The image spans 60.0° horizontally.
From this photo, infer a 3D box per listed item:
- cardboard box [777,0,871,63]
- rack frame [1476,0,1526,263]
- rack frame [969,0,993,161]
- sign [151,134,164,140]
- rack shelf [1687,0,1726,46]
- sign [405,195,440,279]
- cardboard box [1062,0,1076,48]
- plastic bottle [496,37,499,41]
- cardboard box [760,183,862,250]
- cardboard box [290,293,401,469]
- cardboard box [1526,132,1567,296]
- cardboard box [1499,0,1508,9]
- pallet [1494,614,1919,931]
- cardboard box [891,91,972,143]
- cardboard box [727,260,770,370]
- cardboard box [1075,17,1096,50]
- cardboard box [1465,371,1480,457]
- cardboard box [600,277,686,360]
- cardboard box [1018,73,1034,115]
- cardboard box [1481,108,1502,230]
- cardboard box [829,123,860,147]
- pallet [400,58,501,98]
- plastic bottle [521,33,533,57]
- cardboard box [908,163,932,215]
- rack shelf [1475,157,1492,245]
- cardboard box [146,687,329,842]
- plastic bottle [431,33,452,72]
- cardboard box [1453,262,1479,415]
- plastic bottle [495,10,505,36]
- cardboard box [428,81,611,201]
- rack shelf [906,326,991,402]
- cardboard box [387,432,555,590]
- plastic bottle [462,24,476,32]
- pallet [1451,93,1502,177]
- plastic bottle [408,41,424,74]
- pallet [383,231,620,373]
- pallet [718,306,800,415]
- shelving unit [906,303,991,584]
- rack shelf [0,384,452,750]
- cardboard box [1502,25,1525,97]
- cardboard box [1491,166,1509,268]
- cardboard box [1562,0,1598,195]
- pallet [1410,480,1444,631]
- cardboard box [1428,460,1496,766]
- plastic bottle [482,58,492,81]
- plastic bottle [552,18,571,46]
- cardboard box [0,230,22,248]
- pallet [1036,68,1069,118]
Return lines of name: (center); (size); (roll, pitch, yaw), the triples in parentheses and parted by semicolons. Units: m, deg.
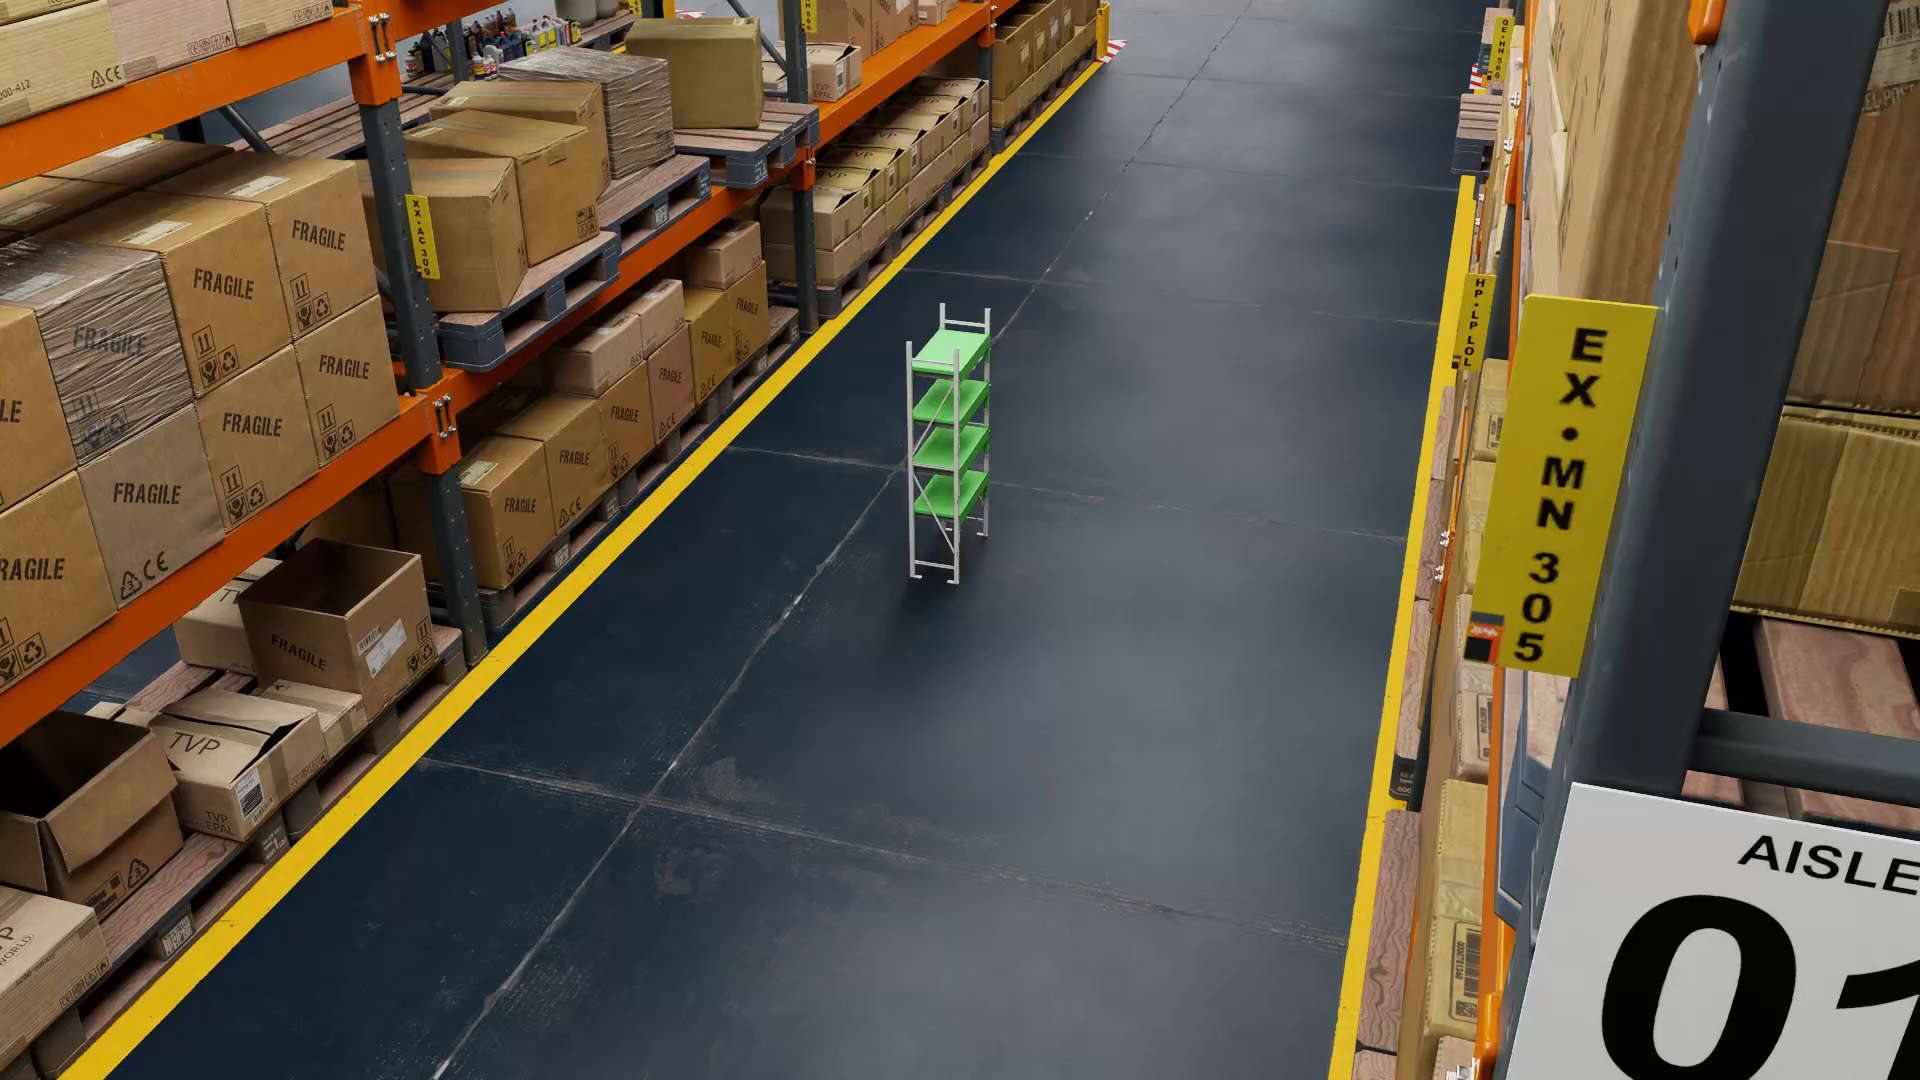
cardboard box: (-0.925, -3.536, 11.418); (0.500, 0.500, 0.500); (7, 30, 12)
rack frame: (3.334, -2.005, 8.769); (1.000, 3.000, 0.127); (8, 30, 15)
rack frame: (-0.228, -4.569, 13.378); (1.000, 3.000, 0.127); (8, 30, 15)
sign: (-3.108, -1.435, 6.553); (0.100, 0.325, 0.005); (8, 30, 15)
rack shelf: (1.573, -1.350, 2.571); (1.077, 0.370, 4.000); (8, 30, 15)
sign: (-2.055, -1.156, 6.352); (0.100, 0.325, 0.005); (8, 30, 15)
cardboard box: (0.793, -4.979, 15.741); (0.500, 0.500, 0.500); (8, 30, 15)
plastic bottle: (-4.402, -4.678, 15.928); (0.097, 0.271, 0.097); (0, 29, 0)
cardboard box: (-0.968, -2.139, 10.829); (0.500, 0.311, 0.500); (10, 30, 17)
cardboard box: (-2.478, -0.626, 6.188); (0.500, 0.500, 0.500); (9, 30, 16)
cardboard box: (1.099, -0.380, 2.382); (0.500, 0.250, 0.500); (7, 30, 13)
cardboard box: (4.358, -4.071, 12.616); (0.500, 0.250, 0.500); (9, 30, 15)
pallet: (1.194, 0.094, 2.001); (1.003, 0.211, 1.213); (8, 30, 15)
cardboard box: (-0.220, -3.325, 12.960); (0.500, 0.311, 0.500); (9, 30, 16)
cardboard box: (-1.452, -1.342, 9.696); (0.500, 0.500, 0.500); (10, 31, 17)
cardboard box: (1.071, -5.119, 16.762); (0.500, 0.250, 0.500); (8, 30, 15)
cardboard box: (2.055, -0.579, 5.777); (0.500, 0.500, 0.500); (8, 30, 14)
cardboard box: (-1.761, -1.167, 8.610); (0.500, 0.250, 0.500); (8, 30, 14)
cardboard box: (0.349, -3.955, 14.671); (0.500, 0.250, 0.500); (8, 30, 15)
cardboard box: (2.784, -1.757, 7.893); (0.500, 0.500, 0.500); (10, 30, 17)
cardboard box: (-1.038, -2.925, 12.242); (0.500, 0.311, 0.500); (9, 30, 16)
pallet: (-4.725, -4.366, 15.880); (1.003, 0.211, 1.213); (8, 30, 15)
plastic bottle: (-4.185, -4.758, 16.058); (0.061, 0.283, 0.133); (10, 31, 17)
cardboard box: (-0.523, -2.608, 12.250); (0.500, 0.250, 0.500); (9, 30, 16)
rack shelf: (3.921, -2.620, 10.615); (1.077, 0.370, 4.000); (8, 30, 15)
cardboard box: (-2.693, 0.785, 6.067); (0.500, 0.311, 0.500); (8, 30, 15)
plastic bottle: (-4.911, -4.632, 15.764); (0.144, 0.351, 0.185); (8, 30, 15)
cardboard box: (2.993, -0.926, 8.609); (0.750, 0.750, 0.750); (8, 30, 14)
plastic bottle: (-4.702, -5.241, 16.928); (0.061, 0.283, 0.133); (9, 30, 16)
cardboard box: (-2.117, -1.909, 8.061); (0.700, 0.500, 0.500); (1, 29, 2)
rack shelf: (-0.049, -0.811, 7.618); (0.258, 0.148, 0.480); (8, 30, 15)
cardboard box: (-2.201, -0.142, 7.538); (0.500, 0.500, 0.500); (7, 30, 13)
plastic bottle: (-4.846, -4.935, 16.384); (0.152, 0.276, 0.135); (9, 30, 16)
pallet: (3.442, -2.268, 9.439); (1.213, 0.211, 1.003); (8, 30, 15)
plastic bottle: (-5.136, -4.554, 15.692); (0.061, 0.283, 0.133); (10, 31, 17)
pallet: (-2.238, -1.123, 7.381); (1.003, 0.211, 1.213); (8, 30, 15)
pallet: (-1.658, -1.150, 10.101); (1.003, 0.211, 1.213); (8, 30, 15)
shelving unit: (-0.049, -0.447, 7.820); (0.258, 1.200, 0.503); (8, 30, 15)
rack shelf: (-3.163, 0.392, 5.199); (1.077, 0.370, 4.000); (8, 30, 15)
cardboard box: (2.946, -2.328, 8.148); (0.500, 0.250, 0.500); (9, 30, 16)
cardboard box: (2.212, -1.146, 6.024); (0.500, 0.250, 0.500); (9, 30, 16)
cardboard box: (1.097, -0.698, 2.181); (0.500, 0.500, 0.500); (9, 30, 16)
pallet: (2.671, 0.134, 7.792); (1.003, 0.211, 1.213); (8, 30, 15)
cardboard box: (1.766, 0.311, 4.297); (0.980, 0.700, 0.700); (8, 30, 14)
plastic bottle: (-4.420, -4.380, 15.464); (0.097, 0.201, 0.097); (0, 29, 0)
plastic bottle: (-4.008, -5.110, 16.699); (0.152, 0.276, 0.135); (9, 30, 15)
cardboard box: (-3.286, -0.675, 5.246); (0.500, 0.500, 0.500); (8, 30, 13)
pallet: (0.401, -4.283, 15.732); (1.003, 0.211, 1.213); (8, 30, 15)
